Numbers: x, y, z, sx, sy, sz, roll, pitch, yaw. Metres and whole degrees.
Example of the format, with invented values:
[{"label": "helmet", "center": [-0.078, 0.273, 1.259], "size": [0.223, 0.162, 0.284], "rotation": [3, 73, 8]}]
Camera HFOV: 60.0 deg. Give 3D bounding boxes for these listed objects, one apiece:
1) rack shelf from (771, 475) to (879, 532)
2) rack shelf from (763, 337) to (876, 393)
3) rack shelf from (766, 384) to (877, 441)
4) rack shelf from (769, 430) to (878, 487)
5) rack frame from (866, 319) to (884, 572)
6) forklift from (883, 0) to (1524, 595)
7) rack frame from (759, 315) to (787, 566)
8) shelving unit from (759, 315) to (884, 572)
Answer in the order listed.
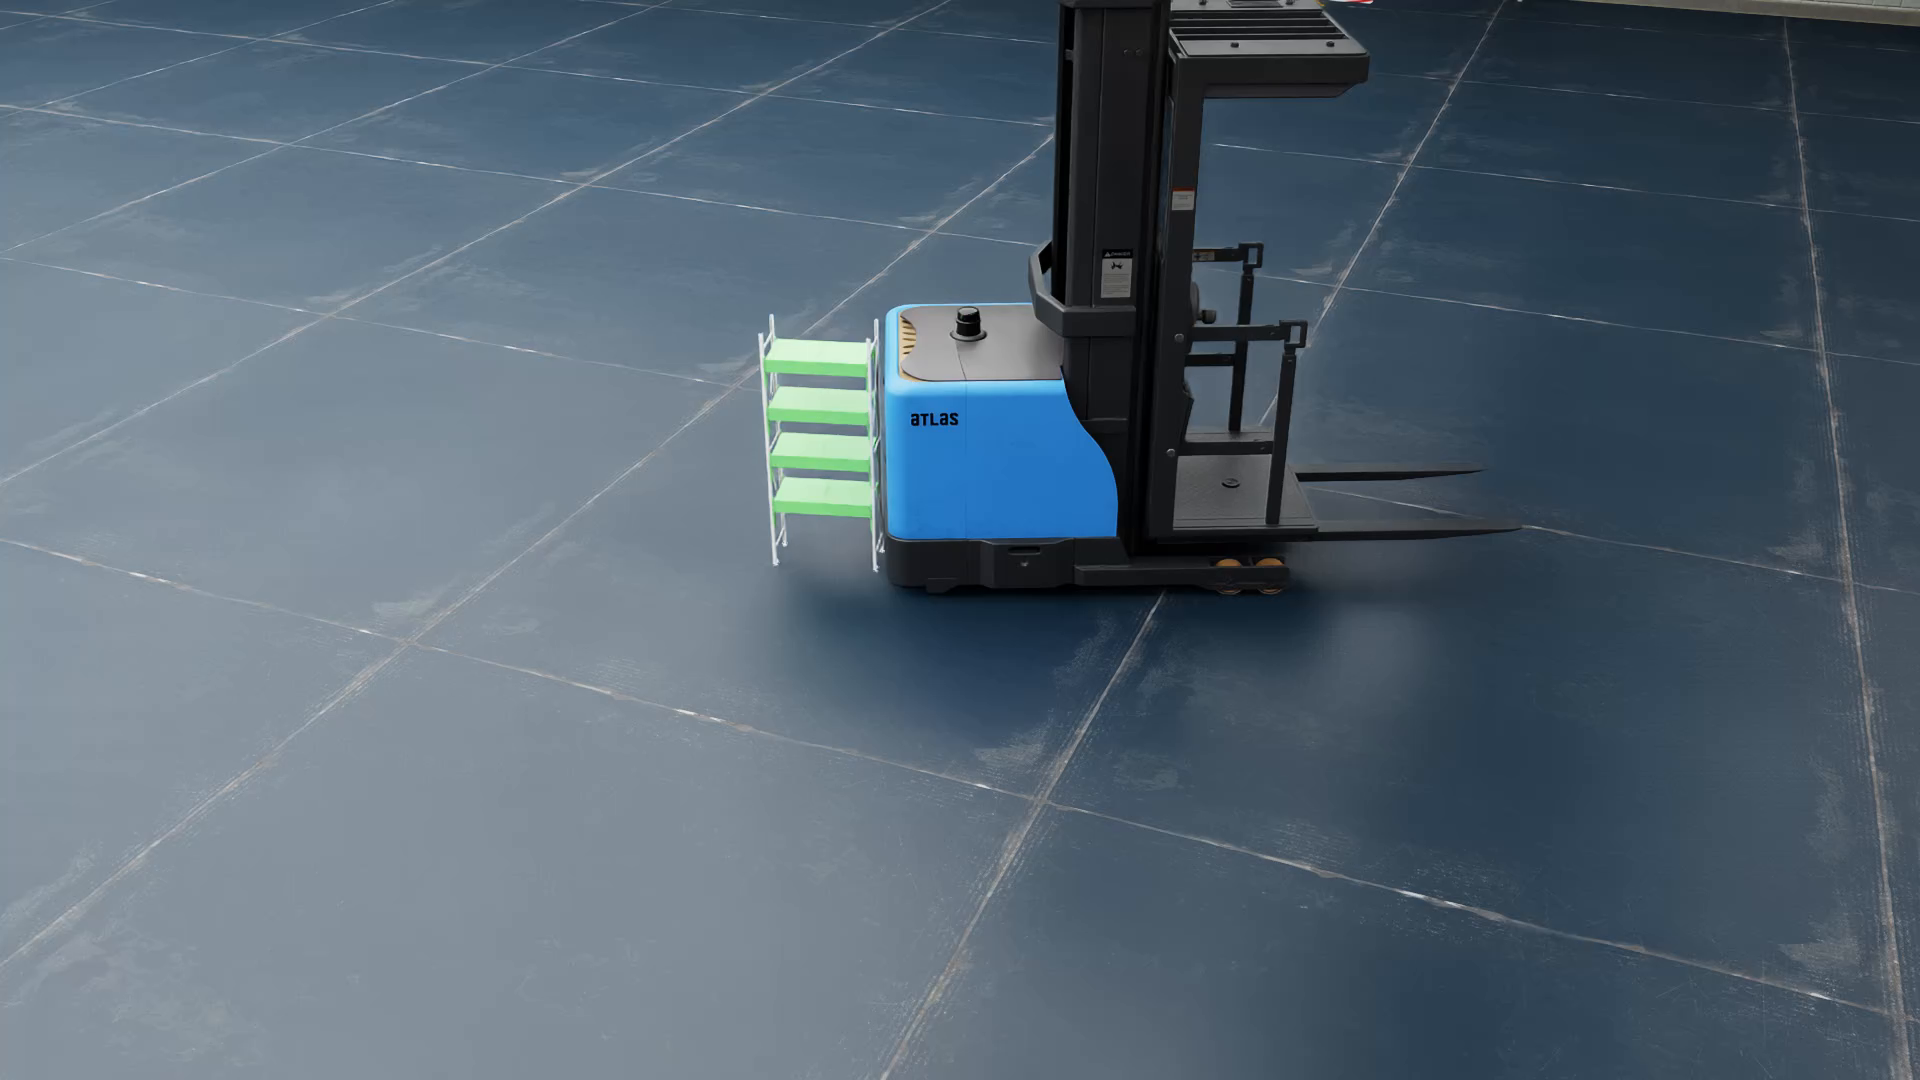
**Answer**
[{"label": "rack shelf", "center": [-0.637, -0.176, 7.960], "size": [0.480, 0.148, 0.258], "rotation": [3, 30, 6]}, {"label": "rack shelf", "center": [-0.637, -0.803, 7.606], "size": [0.480, 0.148, 0.258], "rotation": [3, 30, 6]}, {"label": "rack shelf", "center": [-0.637, -0.594, 7.724], "size": [0.480, 0.148, 0.258], "rotation": [3, 30, 6]}, {"label": "rack shelf", "center": [-0.637, -0.385, 7.842], "size": [0.480, 0.148, 0.258], "rotation": [3, 30, 6]}, {"label": "rack frame", "center": [-0.394, -0.426, 7.785], "size": [0.015, 1.200, 0.240], "rotation": [3, 30, 6]}, {"label": "forklift", "center": [1.156, -1.279, 7.535], "size": [3.031, 2.935, 1.130], "rotation": [-1, 29, -2]}, {"label": "rack frame", "center": [-0.879, -0.455, 7.836], "size": [0.015, 1.200, 0.240], "rotation": [3, 30, 6]}, {"label": "shelving unit", "center": [-0.637, -0.441, 7.811], "size": [0.503, 1.200, 0.258], "rotation": [3, 30, 6]}]
